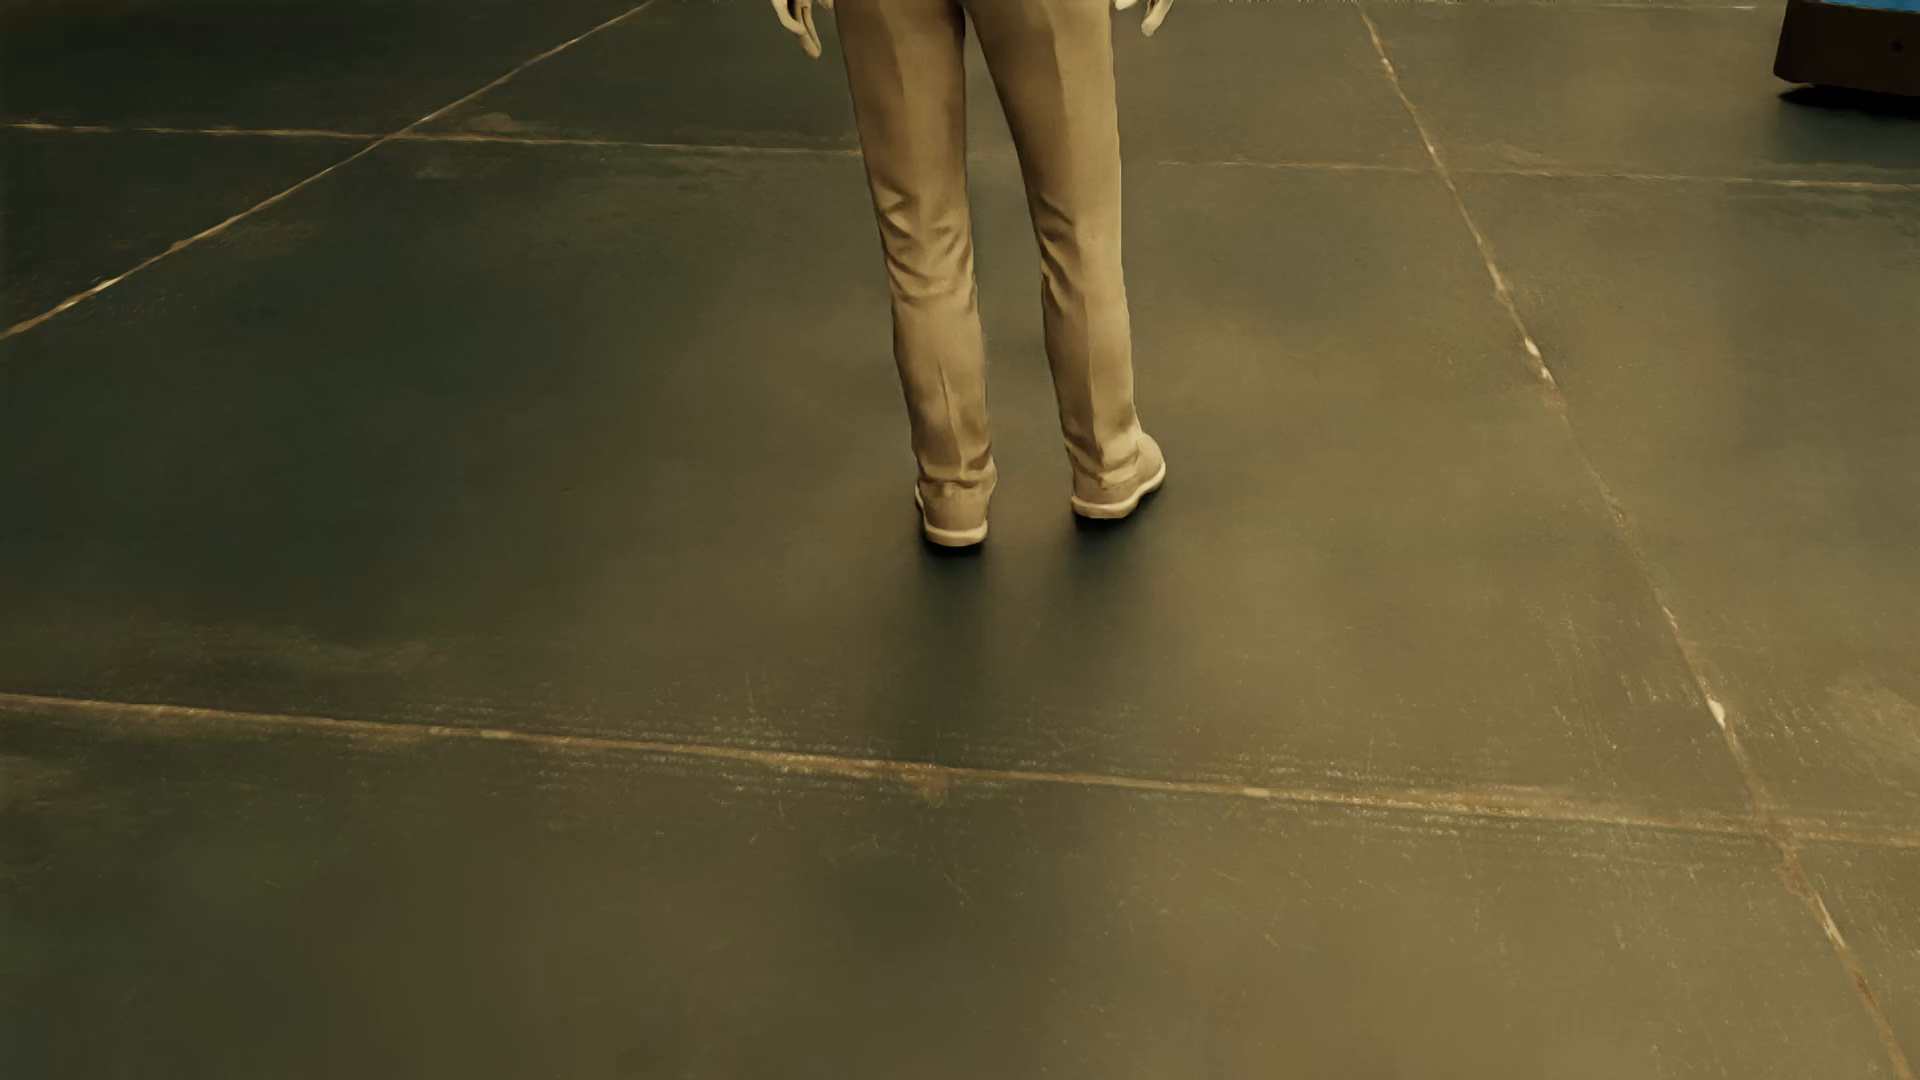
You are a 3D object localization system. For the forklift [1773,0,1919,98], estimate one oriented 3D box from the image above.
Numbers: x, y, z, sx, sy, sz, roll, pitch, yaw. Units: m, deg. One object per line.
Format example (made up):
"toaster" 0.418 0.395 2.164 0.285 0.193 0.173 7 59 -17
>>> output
"forklift" 4.010 -3.031 5.293 3.031 2.935 1.130 -23 35 -39

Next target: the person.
"person" 0.020 -0.794 2.177 0.579 1.695 0.532 3 27 7
